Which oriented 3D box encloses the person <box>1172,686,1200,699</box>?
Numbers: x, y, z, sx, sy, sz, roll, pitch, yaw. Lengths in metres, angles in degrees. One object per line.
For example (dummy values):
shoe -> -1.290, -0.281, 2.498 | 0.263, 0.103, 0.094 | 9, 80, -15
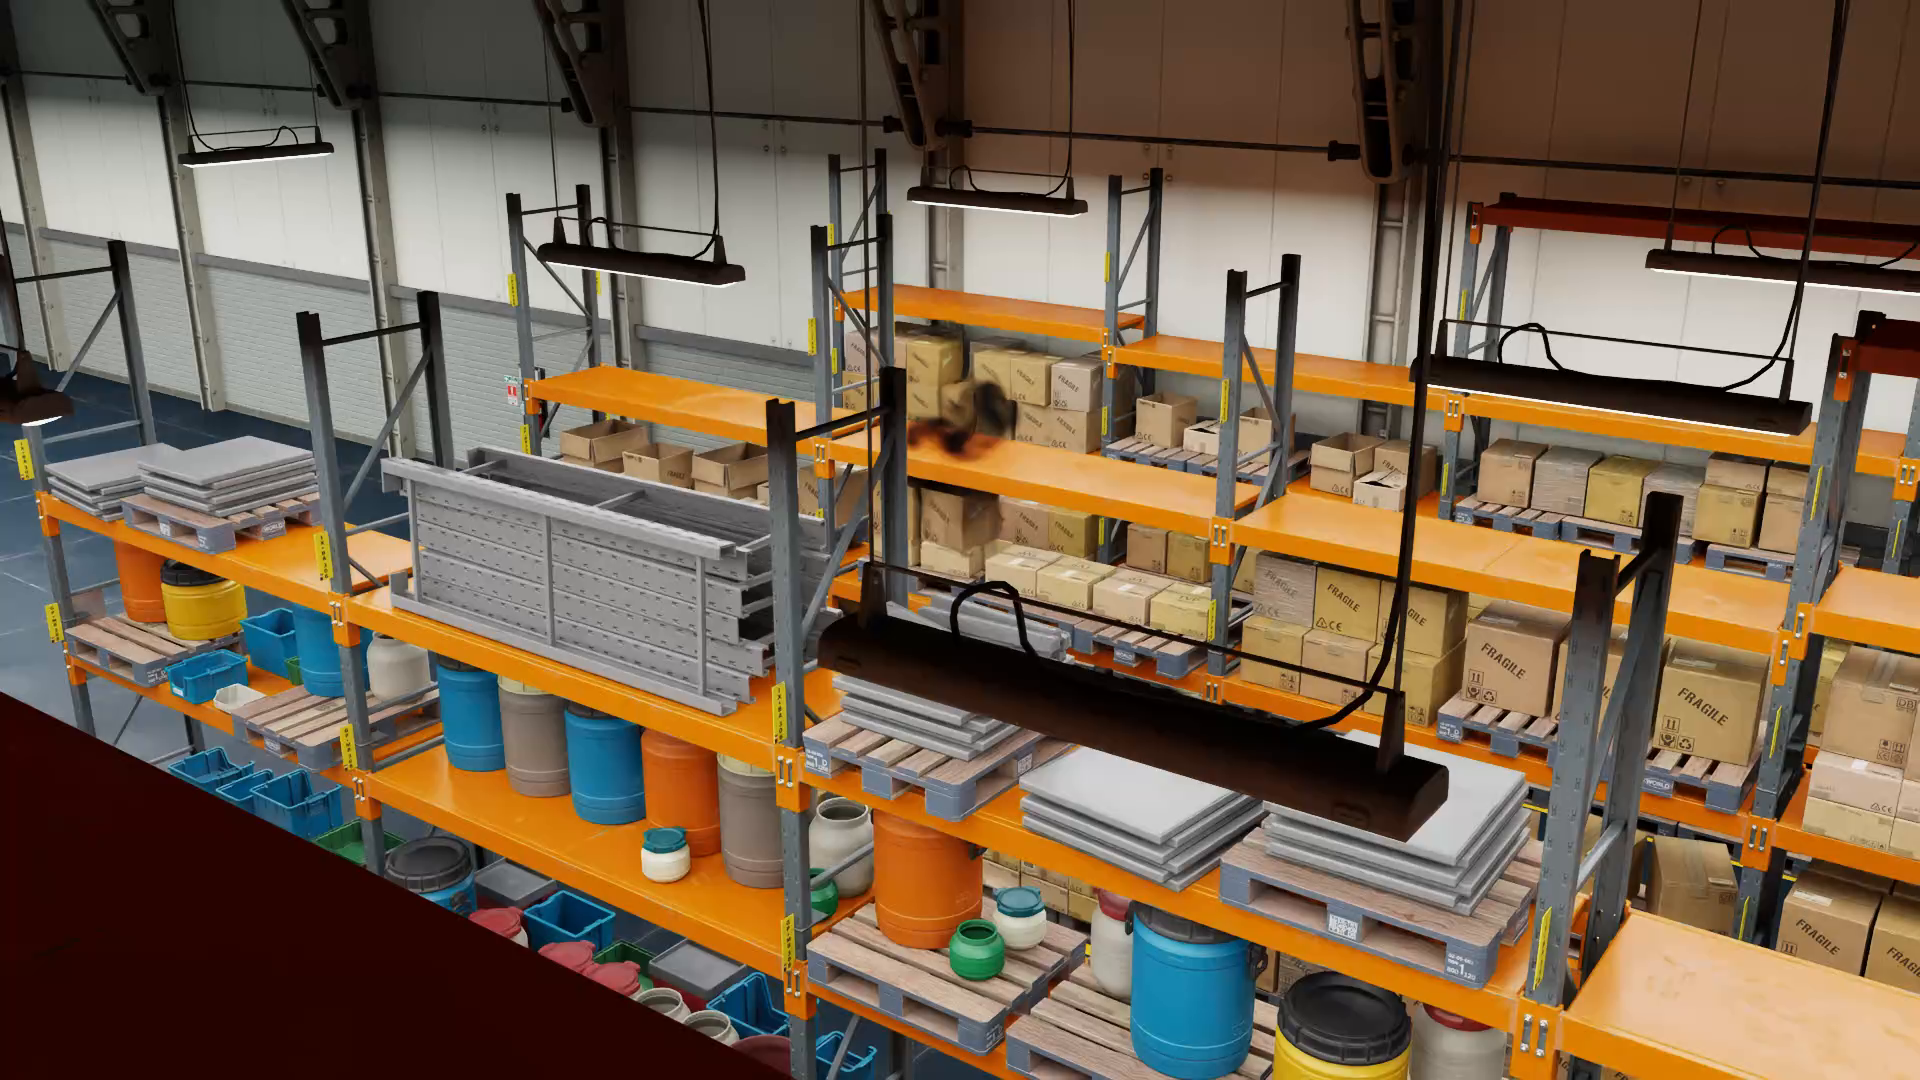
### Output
person -> 2.353, 1.544, 16.958 | 1.149, 1.804, 0.626 | 10, 21, 29
